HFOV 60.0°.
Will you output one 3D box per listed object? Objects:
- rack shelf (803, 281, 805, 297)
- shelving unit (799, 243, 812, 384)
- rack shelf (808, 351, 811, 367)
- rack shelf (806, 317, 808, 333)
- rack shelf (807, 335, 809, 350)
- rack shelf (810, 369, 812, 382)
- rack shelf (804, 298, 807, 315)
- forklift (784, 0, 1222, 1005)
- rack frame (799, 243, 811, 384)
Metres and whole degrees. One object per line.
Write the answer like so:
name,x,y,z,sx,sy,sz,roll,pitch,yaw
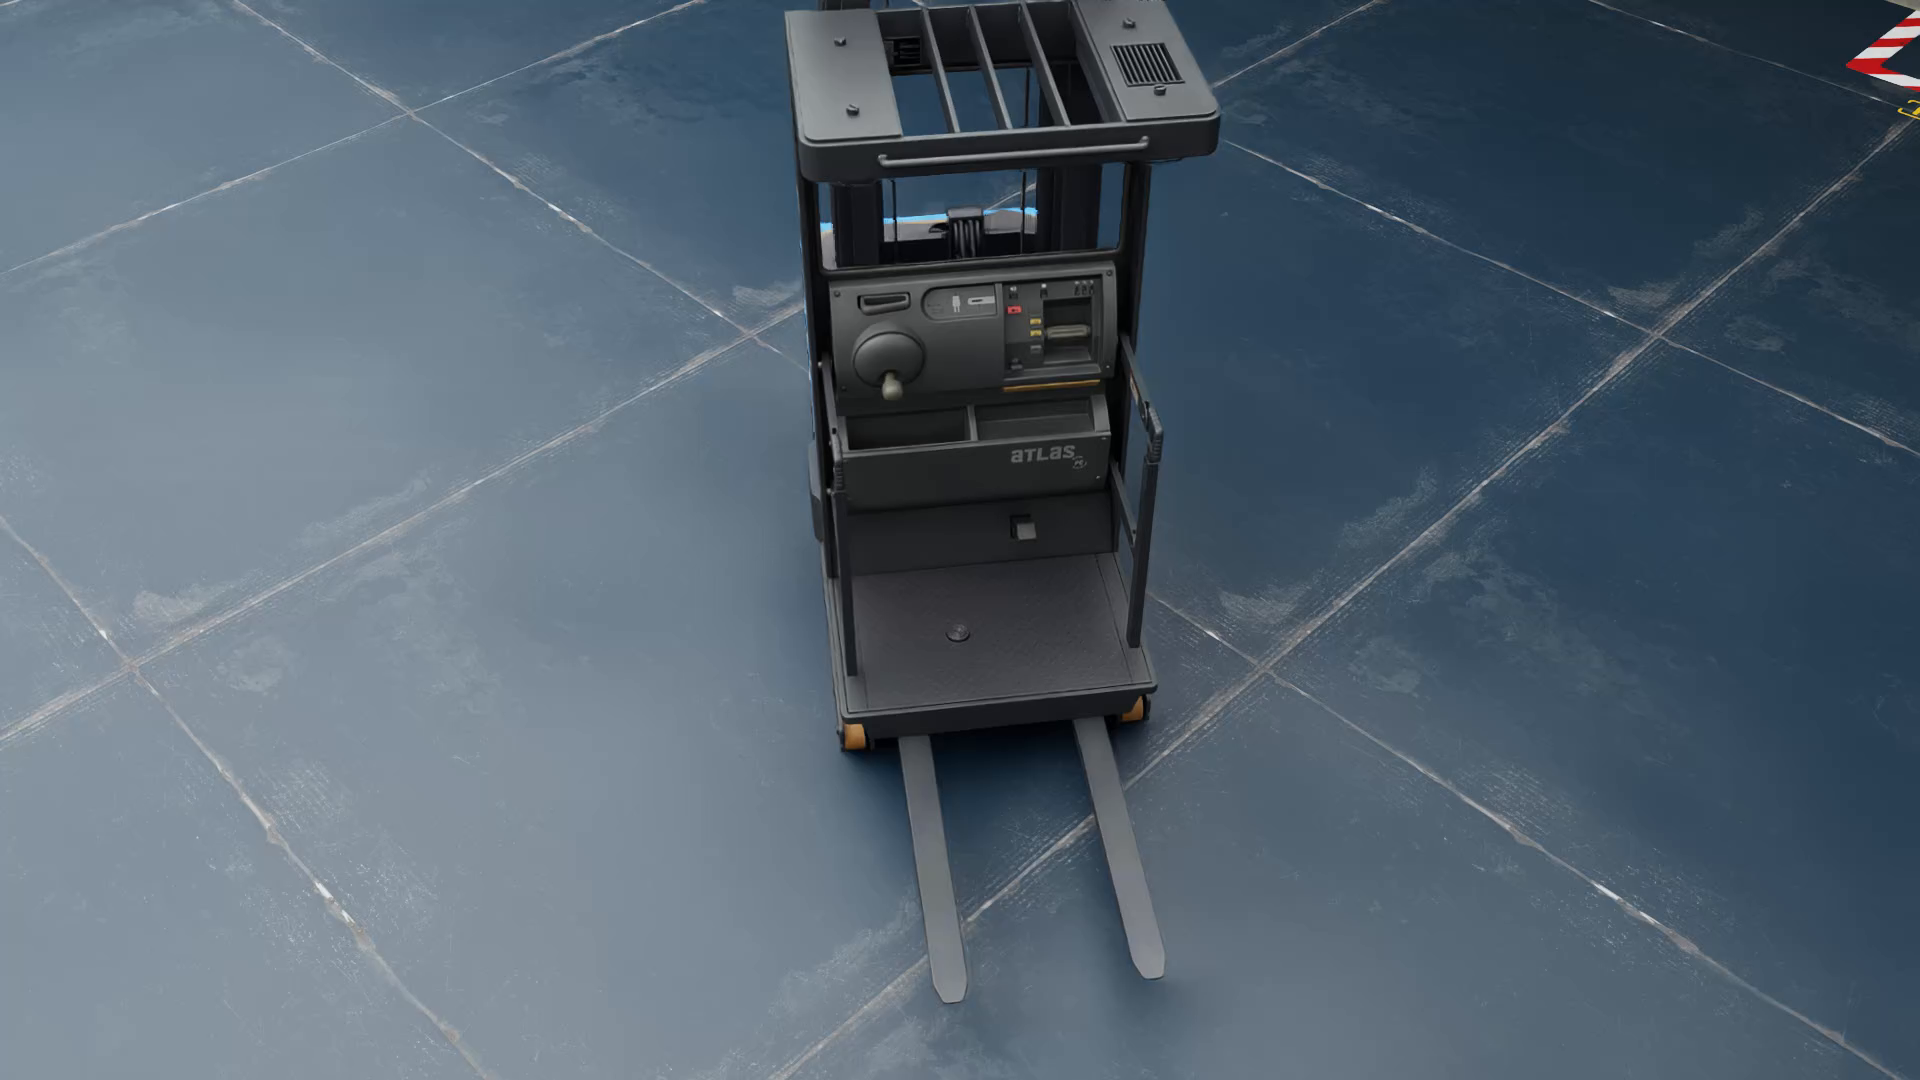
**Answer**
rack shelf,-0.531,-1.110,6.939,0.200,0.077,0.258,5,43,5
shelving unit,-0.531,-0.936,7.100,0.210,0.900,0.258,5,43,5
rack shelf,-0.531,-0.846,7.183,0.200,0.077,0.258,5,43,5
rack shelf,-0.531,-0.978,7.061,0.200,0.077,0.258,5,43,5
rack shelf,-0.531,-0.912,7.122,0.200,0.077,0.258,5,43,5
rack shelf,-0.531,-0.779,7.244,0.200,0.077,0.258,5,43,5
rack shelf,-0.531,-1.044,7.000,0.200,0.077,0.258,5,43,5
forklift,0.079,-0.585,5.224,1.130,2.935,3.031,-5,43,-6
rack frame,-0.632,-0.944,7.109,0.006,0.900,0.240,5,43,5
